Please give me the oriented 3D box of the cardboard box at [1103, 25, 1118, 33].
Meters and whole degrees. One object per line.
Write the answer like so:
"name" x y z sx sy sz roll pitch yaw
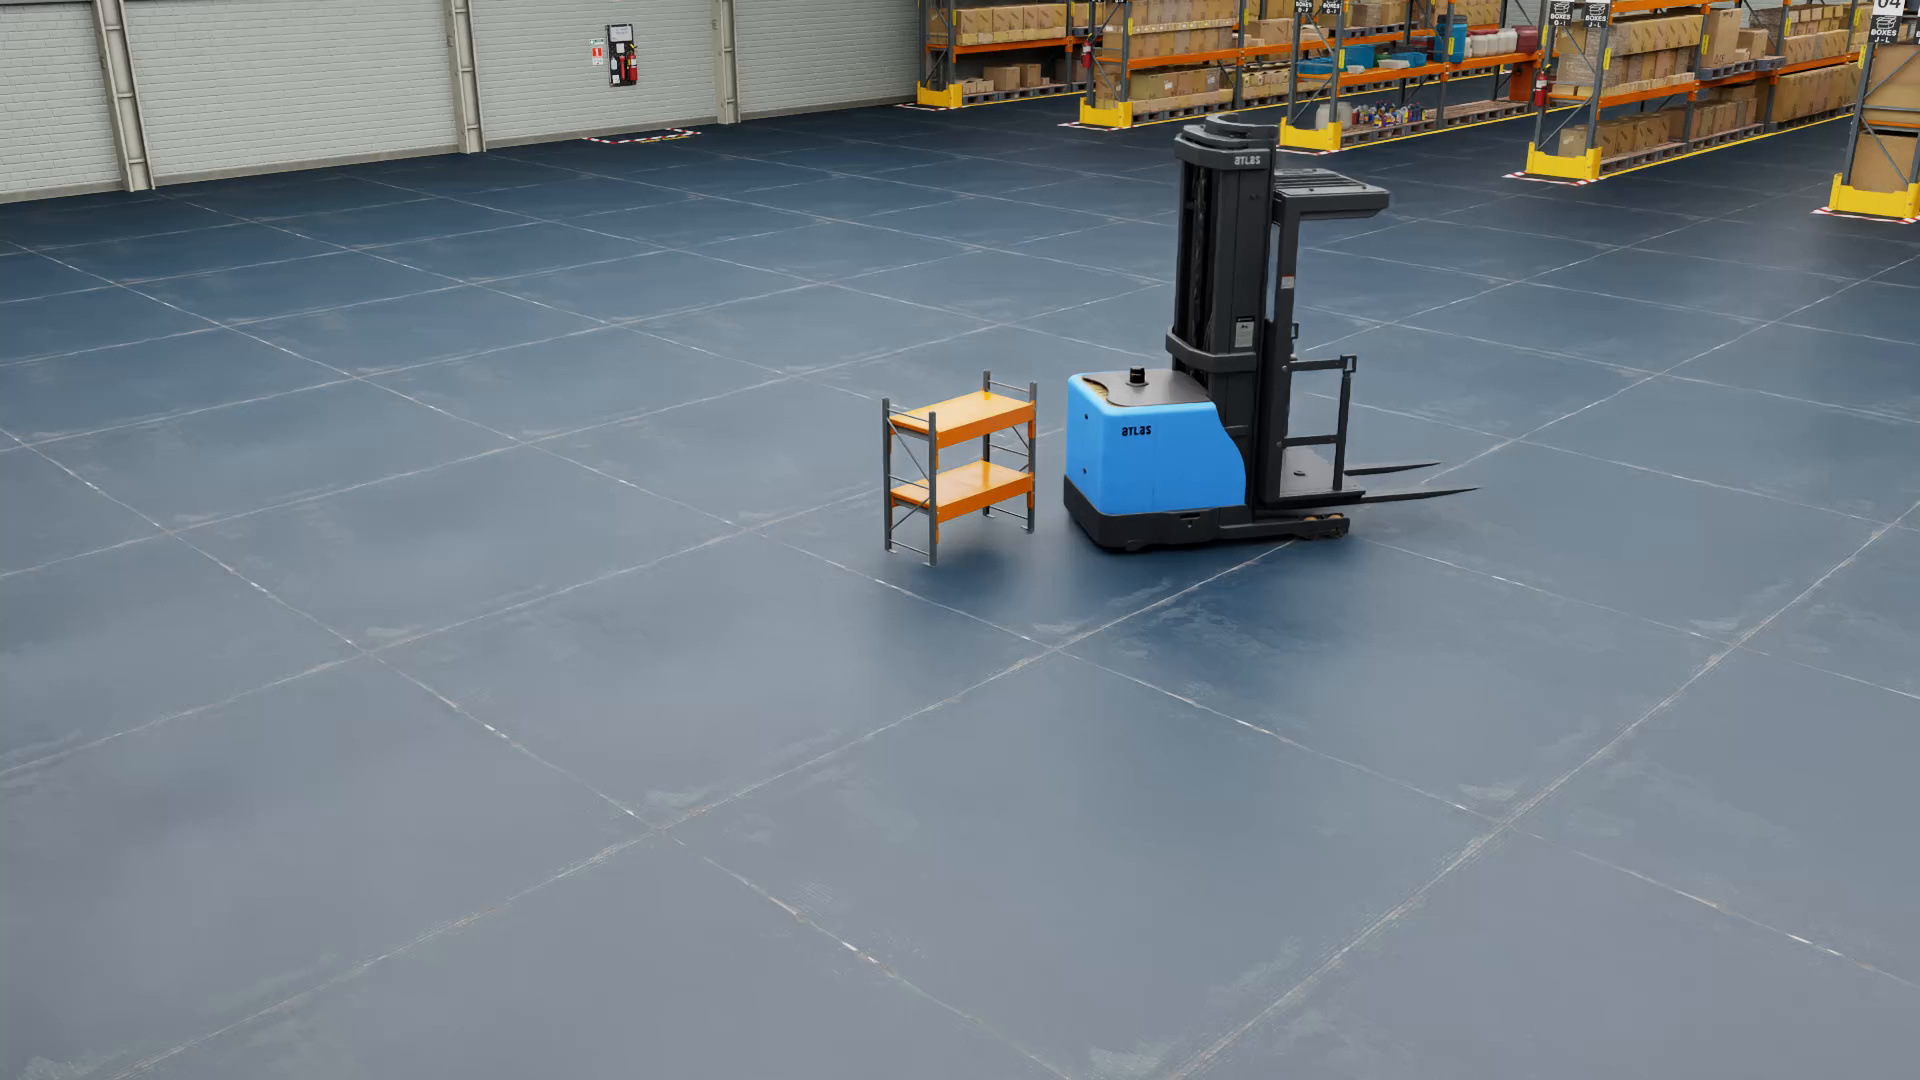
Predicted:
"cardboard box" 3.163 -10.531 34.250 0.380 0.149 0.250 19 28 40

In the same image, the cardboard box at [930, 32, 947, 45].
"cardboard box" -0.332 -11.383 37.690 0.500 0.250 0.500 -20 28 -41

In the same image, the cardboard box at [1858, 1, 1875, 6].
"cardboard box" 20.412 -11.903 37.611 0.500 0.500 0.500 18 28 39

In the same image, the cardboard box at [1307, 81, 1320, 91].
"cardboard box" 8.064 -10.675 38.915 0.500 0.250 0.500 19 28 40

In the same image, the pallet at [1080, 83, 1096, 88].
"pallet" 3.664 -11.517 41.744 1.003 0.211 1.213 19 28 41

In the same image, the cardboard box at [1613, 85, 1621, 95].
"cardboard box" 10.871 -7.572 27.944 0.380 0.149 0.250 19 28 41

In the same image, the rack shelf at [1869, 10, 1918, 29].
"rack shelf" 15.006 -7.867 25.182 1.077 0.370 4.000 19 28 41

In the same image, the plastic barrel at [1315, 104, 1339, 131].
"plastic barrel" 6.983 -8.018 31.637 0.421 0.512 0.421 0 21 0

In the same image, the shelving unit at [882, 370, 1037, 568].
"shelving unit" 0.005 -0.527 11.877 0.538 1.125 1.048 19 28 41

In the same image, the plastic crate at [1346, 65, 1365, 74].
"plastic crate" 7.434 -8.822 31.213 0.298 0.136 0.250 19 28 41

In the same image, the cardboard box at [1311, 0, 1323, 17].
"cardboard box" 9.794 -15.204 47.033 0.980 0.700 0.700 19 28 40

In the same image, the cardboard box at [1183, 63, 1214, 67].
"cardboard box" 5.275 -10.286 36.857 0.500 0.500 0.500 19 28 41

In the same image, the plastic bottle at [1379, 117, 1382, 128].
"plastic bottle" 8.139 -8.109 32.278 0.097 0.201 0.097 0 21 0

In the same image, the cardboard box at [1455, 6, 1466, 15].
"cardboard box" 12.660 -13.491 42.853 0.500 0.500 0.500 19 28 40

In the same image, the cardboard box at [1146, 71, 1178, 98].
"cardboard box" 4.253 -9.641 35.180 0.500 0.500 0.500 19 28 41

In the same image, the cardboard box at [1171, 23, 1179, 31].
"cardboard box" 4.358 -10.764 34.855 0.380 0.149 0.250 19 28 40

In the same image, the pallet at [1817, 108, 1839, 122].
"pallet" 18.015 -9.121 35.512 1.003 0.211 1.213 19 28 41

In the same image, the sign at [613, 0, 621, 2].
"sign" -6.665 -10.608 32.262 0.001 0.298 0.199 19 28 41

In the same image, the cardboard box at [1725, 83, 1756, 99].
"cardboard box" 15.263 -8.821 32.669 0.500 0.250 0.500 -19 28 -40

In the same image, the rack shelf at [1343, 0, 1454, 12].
"rack shelf" 7.974 -10.374 31.705 1.077 0.370 4.000 19 28 41

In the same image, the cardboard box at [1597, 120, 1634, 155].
"cardboard box" 11.418 -7.060 29.160 0.500 0.500 0.500 -17 27 -37

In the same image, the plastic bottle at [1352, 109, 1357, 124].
"plastic bottle" 7.742 -8.369 32.851 0.152 0.276 0.135 20 28 41

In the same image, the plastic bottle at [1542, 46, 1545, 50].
"plastic bottle" 12.693 -10.824 36.228 0.152 0.276 0.135 19 28 41

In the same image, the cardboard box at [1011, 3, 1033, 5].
"cardboard box" 1.430 -12.392 39.270 0.500 0.500 0.500 19 28 40

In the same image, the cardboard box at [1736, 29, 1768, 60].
"cardboard box" 15.043 -9.537 31.983 0.500 0.500 0.700 -15 26 -34

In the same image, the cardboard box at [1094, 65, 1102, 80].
"cardboard box" 3.097 -11.680 41.154 0.700 0.500 0.500 19 28 40

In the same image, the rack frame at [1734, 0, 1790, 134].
"rack frame" 15.709 -9.612 32.902 1.000 3.000 0.127 19 28 41

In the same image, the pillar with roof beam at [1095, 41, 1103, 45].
"pillar with roof beam" 6.619 -14.936 38.392 9.100 9.000 0.400 19 28 41

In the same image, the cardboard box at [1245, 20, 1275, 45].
"cardboard box" 6.738 -11.440 37.517 0.500 0.500 0.500 -18 27 -38

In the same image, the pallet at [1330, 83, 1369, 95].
"pallet" 9.161 -10.973 40.330 1.003 0.211 1.213 19 28 41

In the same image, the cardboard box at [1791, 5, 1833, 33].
"cardboard box" 17.572 -10.815 34.495 0.797 0.503 0.637 20 28 41

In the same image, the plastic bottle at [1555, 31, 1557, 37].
"plastic bottle" 13.547 -11.501 37.988 0.152 0.276 0.135 19 28 41

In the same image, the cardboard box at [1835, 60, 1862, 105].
"cardboard box" 19.017 -9.994 36.272 0.875 0.875 0.875 19 28 41

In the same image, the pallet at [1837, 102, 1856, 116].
"pallet" 19.086 -9.515 36.535 1.003 0.211 1.213 19 28 41

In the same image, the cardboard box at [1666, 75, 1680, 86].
"cardboard box" 12.486 -8.134 29.407 0.380 0.149 0.250 19 28 41

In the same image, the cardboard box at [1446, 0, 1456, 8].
"cardboard box" 12.294 -13.817 42.310 0.500 0.500 0.500 18 28 39

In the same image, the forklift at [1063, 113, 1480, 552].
"forklift" 2.354 -1.546 12.011 3.031 2.935 1.130 -5 22 -12

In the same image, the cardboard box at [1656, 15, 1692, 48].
"cardboard box" 12.454 -8.923 29.160 0.500 0.500 0.500 19 28 41

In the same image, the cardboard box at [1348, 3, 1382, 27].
"cardboard box" 9.747 -12.712 40.243 0.500 0.500 0.700 -14 25 -32

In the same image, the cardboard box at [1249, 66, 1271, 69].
"cardboard box" 6.962 -10.806 38.472 0.500 0.311 0.500 19 28 40

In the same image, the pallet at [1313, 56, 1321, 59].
"pallet" 10.141 -13.861 47.843 1.003 0.211 1.213 19 28 41

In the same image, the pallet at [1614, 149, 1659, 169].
"pallet" 11.624 -6.786 29.435 1.003 0.211 1.213 19 28 41

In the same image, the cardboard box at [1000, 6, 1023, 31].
"cardboard box" 1.098 -12.003 38.258 0.500 0.500 0.500 -19 28 -40

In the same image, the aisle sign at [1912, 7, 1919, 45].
"aisle sign" 13.776 -7.408 23.545 0.394 0.787 0.004 19 28 41

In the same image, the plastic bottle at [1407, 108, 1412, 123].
"plastic bottle" 8.909 -8.422 32.977 0.133 0.283 0.061 -18 27 -39

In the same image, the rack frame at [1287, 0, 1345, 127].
"rack frame" 6.579 -8.795 30.776 1.000 3.000 0.127 19 28 41

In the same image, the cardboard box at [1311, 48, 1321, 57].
"cardboard box" 9.877 -14.083 47.433 0.700 0.500 0.500 19 28 40

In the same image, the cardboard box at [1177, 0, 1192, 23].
"cardboard box" 4.468 -11.214 35.121 0.700 0.500 0.500 19 28 41

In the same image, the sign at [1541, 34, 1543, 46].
"sign" 12.559 -10.792 35.744 0.100 0.325 0.005 19 28 41

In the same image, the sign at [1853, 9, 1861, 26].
"sign" 18.895 -11.010 35.036 0.100 0.325 0.005 19 28 41

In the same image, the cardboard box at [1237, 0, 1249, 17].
"cardboard box" 7.362 -14.239 44.358 0.500 0.500 0.500 20 28 41

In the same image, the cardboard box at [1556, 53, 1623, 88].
"cardboard box" 10.531 -7.876 27.830 0.875 0.500 0.500 19 28 41
